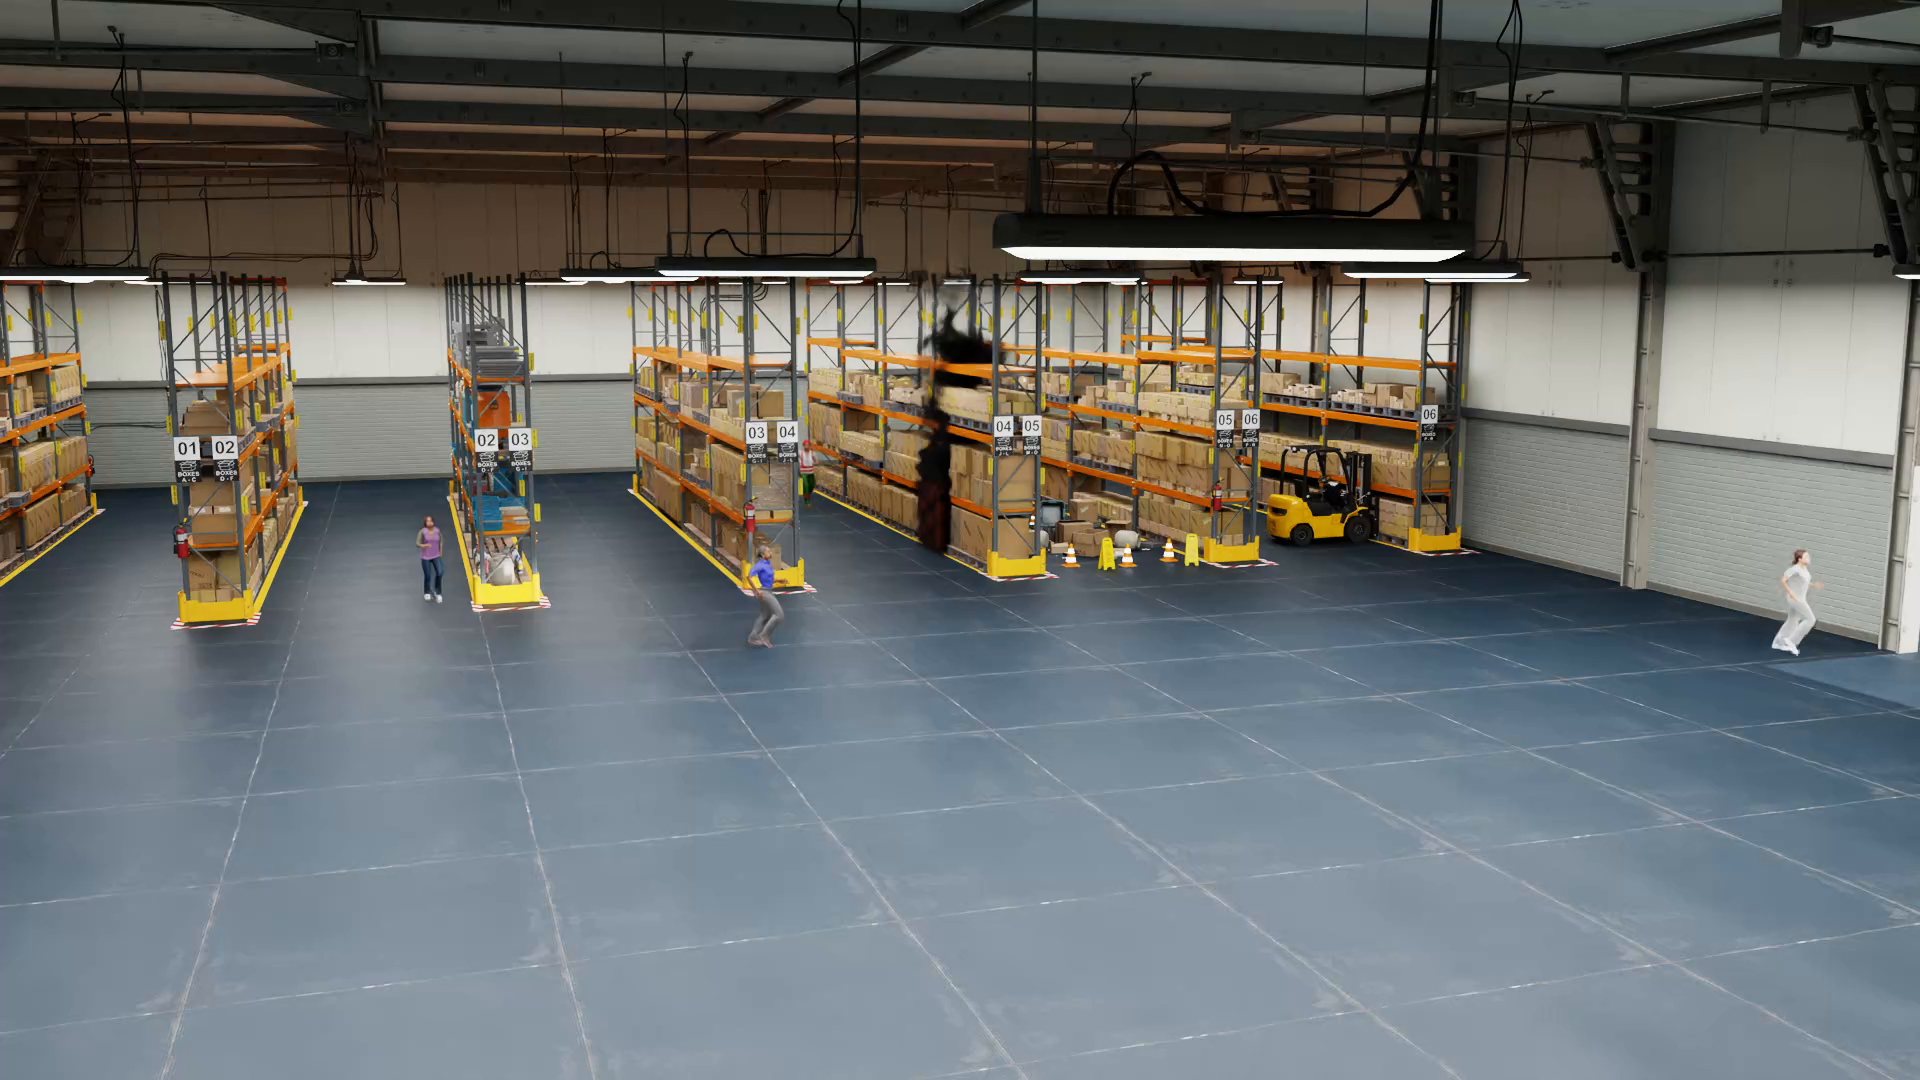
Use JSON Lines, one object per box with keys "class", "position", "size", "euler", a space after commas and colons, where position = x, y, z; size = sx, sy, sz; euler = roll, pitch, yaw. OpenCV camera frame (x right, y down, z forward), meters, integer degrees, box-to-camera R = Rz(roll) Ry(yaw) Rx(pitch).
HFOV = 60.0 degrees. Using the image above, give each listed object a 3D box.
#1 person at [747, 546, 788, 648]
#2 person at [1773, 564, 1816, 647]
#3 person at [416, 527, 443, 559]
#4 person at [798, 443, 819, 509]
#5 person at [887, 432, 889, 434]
{"class": "person", "position": [-3.088, 0.910, 26.624], "size": [0.676, 1.653, 0.546], "euler": [0, 9, 2]}
{"class": "person", "position": [13.198, 1.041, 26.236], "size": [0.596, 1.330, 0.512], "euler": [6, 10, 35]}
{"class": "person", "position": [-9.692, 0.050, 30.406], "size": [0.532, 0.569, 0.381], "euler": [-5, 10, -29]}
{"class": "person", "position": [-4.006, -1.682, 43.571], "size": [0.663, 1.640, 0.997], "euler": [-3, 9, -20]}
{"class": "person", "position": [-2.164, -2.558, 50.509], "size": [0.615, 1.428, 0.507], "euler": [-2, 9, -14]}
